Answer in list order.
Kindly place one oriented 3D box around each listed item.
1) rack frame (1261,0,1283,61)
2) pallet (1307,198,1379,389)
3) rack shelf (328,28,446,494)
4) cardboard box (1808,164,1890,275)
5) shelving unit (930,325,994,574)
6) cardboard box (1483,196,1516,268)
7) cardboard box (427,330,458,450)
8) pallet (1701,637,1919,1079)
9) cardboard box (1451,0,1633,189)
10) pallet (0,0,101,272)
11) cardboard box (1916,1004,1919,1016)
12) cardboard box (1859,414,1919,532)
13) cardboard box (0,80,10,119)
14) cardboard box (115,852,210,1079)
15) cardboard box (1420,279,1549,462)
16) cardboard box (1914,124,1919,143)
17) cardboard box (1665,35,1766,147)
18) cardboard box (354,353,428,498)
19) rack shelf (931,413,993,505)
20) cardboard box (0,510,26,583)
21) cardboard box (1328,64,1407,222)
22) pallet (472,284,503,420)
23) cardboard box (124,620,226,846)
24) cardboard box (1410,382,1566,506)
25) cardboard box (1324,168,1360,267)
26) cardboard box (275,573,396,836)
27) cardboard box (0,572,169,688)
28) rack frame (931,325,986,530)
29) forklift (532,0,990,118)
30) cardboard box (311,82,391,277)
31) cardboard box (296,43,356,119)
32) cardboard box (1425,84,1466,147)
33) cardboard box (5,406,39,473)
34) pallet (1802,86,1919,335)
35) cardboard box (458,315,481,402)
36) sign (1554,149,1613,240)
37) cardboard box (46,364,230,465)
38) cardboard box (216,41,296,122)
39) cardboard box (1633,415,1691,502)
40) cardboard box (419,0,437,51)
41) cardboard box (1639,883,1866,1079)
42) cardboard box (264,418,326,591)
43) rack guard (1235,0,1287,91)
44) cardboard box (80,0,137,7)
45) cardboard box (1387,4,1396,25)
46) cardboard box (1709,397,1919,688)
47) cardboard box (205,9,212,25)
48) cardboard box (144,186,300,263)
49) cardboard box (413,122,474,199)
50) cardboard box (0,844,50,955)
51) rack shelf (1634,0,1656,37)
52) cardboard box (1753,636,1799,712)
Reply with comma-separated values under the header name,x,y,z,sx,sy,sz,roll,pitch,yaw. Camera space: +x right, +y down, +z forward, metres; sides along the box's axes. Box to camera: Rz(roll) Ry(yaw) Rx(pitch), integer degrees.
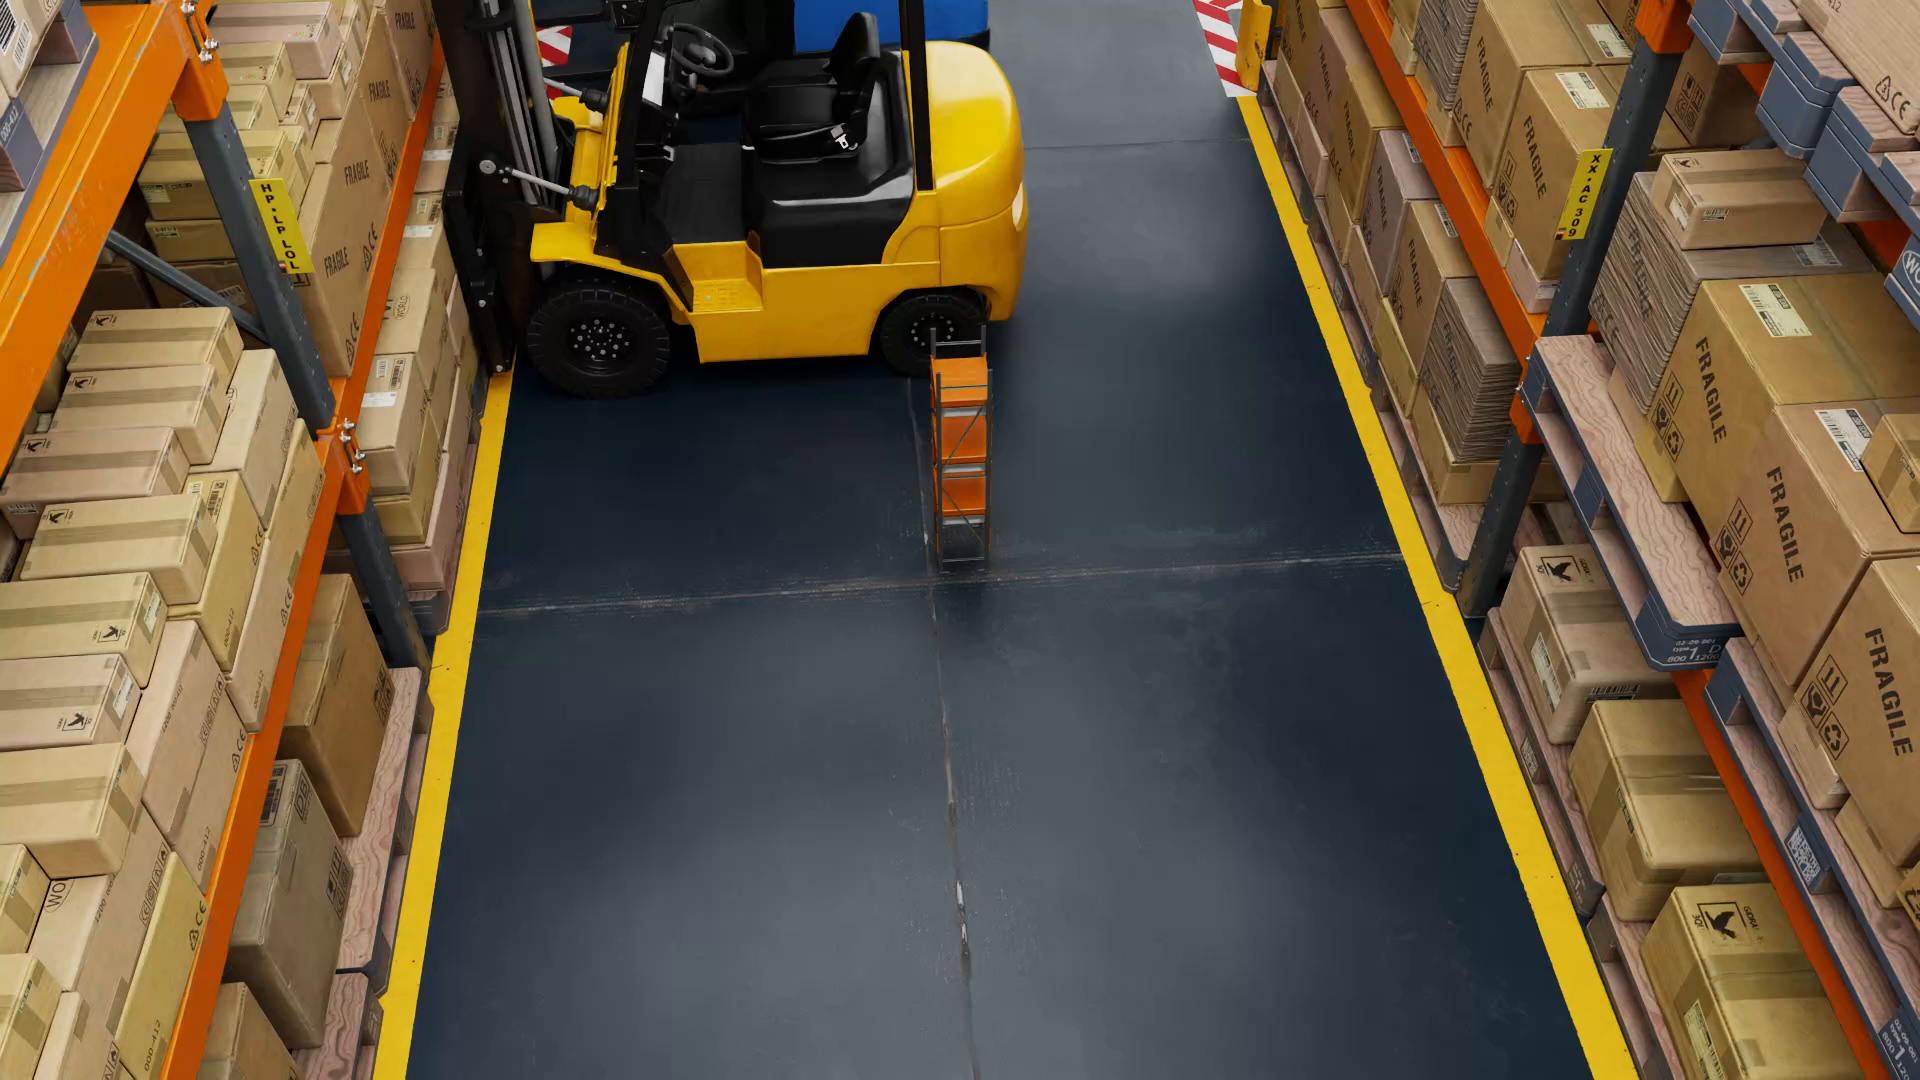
name,x,y,z,sx,sy,sz,roll,pitch,yaw
rack frame,2.114,-3.689,8.178,1.000,3.000,0.127,-3,47,-3
pallet,2.252,-1.205,7.746,1.003,0.211,1.213,-3,47,-3
rack shelf,-2.664,-1.690,6.780,1.077,0.370,4.000,-3,47,-3
cardboard box,2.717,-0.756,4.837,0.500,0.500,0.500,-4,47,-4
shelving unit,0.005,-0.322,6.332,0.215,1.050,0.252,-3,47,-3
cardboard box,2.091,-1.103,5.901,0.380,0.149,0.250,-3,47,-2
cardboard box,-2.274,-0.595,6.507,0.500,0.250,0.500,-4,47,-4
pallet,2.578,0.735,4.120,1.003,0.211,1.213,-3,47,-3
cardboard box,2.114,-1.610,5.935,0.500,0.500,0.500,-2,47,-2
pallet,-2.410,-0.819,3.525,0.805,0.209,1.217,-5,47,-5
cardboard box,2.312,1.068,3.556,0.380,0.149,0.250,-3,47,-3
cardboard box,2.330,-0.158,3.824,0.380,0.149,0.250,-1,47,-1
cardboard box,-2.102,-0.837,3.226,0.380,0.149,0.250,-4,47,-3
cardboard box,-2.084,1.007,3.833,0.500,0.250,0.500,-2,47,-2
cardboard box,2.132,-0.664,6.401,0.500,0.500,0.500,-4,47,-4
cardboard box,2.206,-0.742,3.135,0.500,0.250,0.500,-4,47,-4
cardboard box,2.628,-1.607,5.244,0.700,0.500,0.500,-4,47,-4
cardboard box,-2.225,-0.402,5.981,0.500,0.250,0.500,-4,47,-4
rack shelf,0.005,-0.315,6.340,0.215,0.259,0.240,-3,47,-3
cardboard box,-2.678,0.136,4.314,0.500,0.250,0.500,-4,47,-4
cardboard box,1.991,-1.787,7.464,0.500,0.500,0.500,-3,47,-3
pallet,-2.627,-0.995,7.546,1.003,0.211,1.213,-3,47,-3
cardboard box,-2.114,0.471,3.997,0.500,0.250,0.500,-3,47,-3
cardboard box,2.132,-0.405,6.673,0.500,0.250,0.500,-2,47,-1
cardboard box,2.000,-1.524,7.732,0.500,0.250,0.500,-1,47,-1
cardboard box,-2.442,0.558,5.502,0.875,0.625,0.625,-2,47,-2
cardboard box,-2.126,0.227,3.953,0.380,0.149,0.250,-4,47,-4
rack frame,-0.006,-0.411,6.416,0.200,1.050,0.008,-3,47,-3
forklift,-1.409,-3.657,8.195,3.031,2.935,1.130,-8,47,-8
cardboard box,-2.334,-1.238,5.787,0.500,0.500,0.500,-3,47,-3
cardboard box,-2.281,-1.552,5.638,0.380,0.149,0.250,-3,47,-2
cardboard box,2.030,-1.658,6.427,0.380,0.149,0.250,-4,47,-4
cardboard box,-2.711,-0.284,4.437,0.380,0.149,0.250,-5,47,-5
pallet,2.485,-0.559,3.277,1.213,0.211,1.003,-3,47,-3
cardboard box,-2.324,-0.797,7.043,0.500,0.250,0.500,-3,47,-3
sign,1.909,-1.054,5.086,0.100,0.325,0.005,-3,47,-3
cardboard box,-2.207,-0.329,4.480,0.380,0.149,0.250,-4,47,-4
cardboard box,-2.370,-1.467,5.353,0.380,0.149,0.250,-4,47,-4
cardboard box,2.193,-0.253,4.807,0.380,0.149,0.250,-3,47,-2
cardboard box,-2.451,-2.332,6.824,0.500,0.500,0.500,-4,47,-4
cardboard box,2.619,1.366,4.911,0.950,0.372,0.625,-2,47,-2
cardboard box,-2.194,-0.090,4.873,0.500,0.250,0.500,-3,47,-2
rack guard,2.121,-2.775,9.033,1.175,0.500,0.348,-3,47,-3
cardboard box,-2.925,-1.804,5.672,0.380,0.149,0.250,-4,47,-4
cardboard box,2.018,-2.214,6.954,0.380,0.149,0.250,-5,47,-4
cardboard box,2.273,0.001,4.120,0.500,0.500,0.500,-4,47,-4
cardboard box,-2.892,-1.899,5.967,0.380,0.149,0.250,-4,47,-4
cardboard box,-2.261,-0.995,5.110,0.380,0.149,0.250,-4,47,-4
cardboard box,-2.347,-1.513,7.033,0.500,0.250,0.500,-4,47,-4
cardboard box,-2.132,0.782,3.428,0.380,0.149,0.250,-3,47,-3
rack shelf,2.282,-3.026,5.980,1.077,0.370,4.000,-3,47,-3
cardboard box,2.291,0.315,4.269,0.380,0.149,0.250,-3,47,-3
